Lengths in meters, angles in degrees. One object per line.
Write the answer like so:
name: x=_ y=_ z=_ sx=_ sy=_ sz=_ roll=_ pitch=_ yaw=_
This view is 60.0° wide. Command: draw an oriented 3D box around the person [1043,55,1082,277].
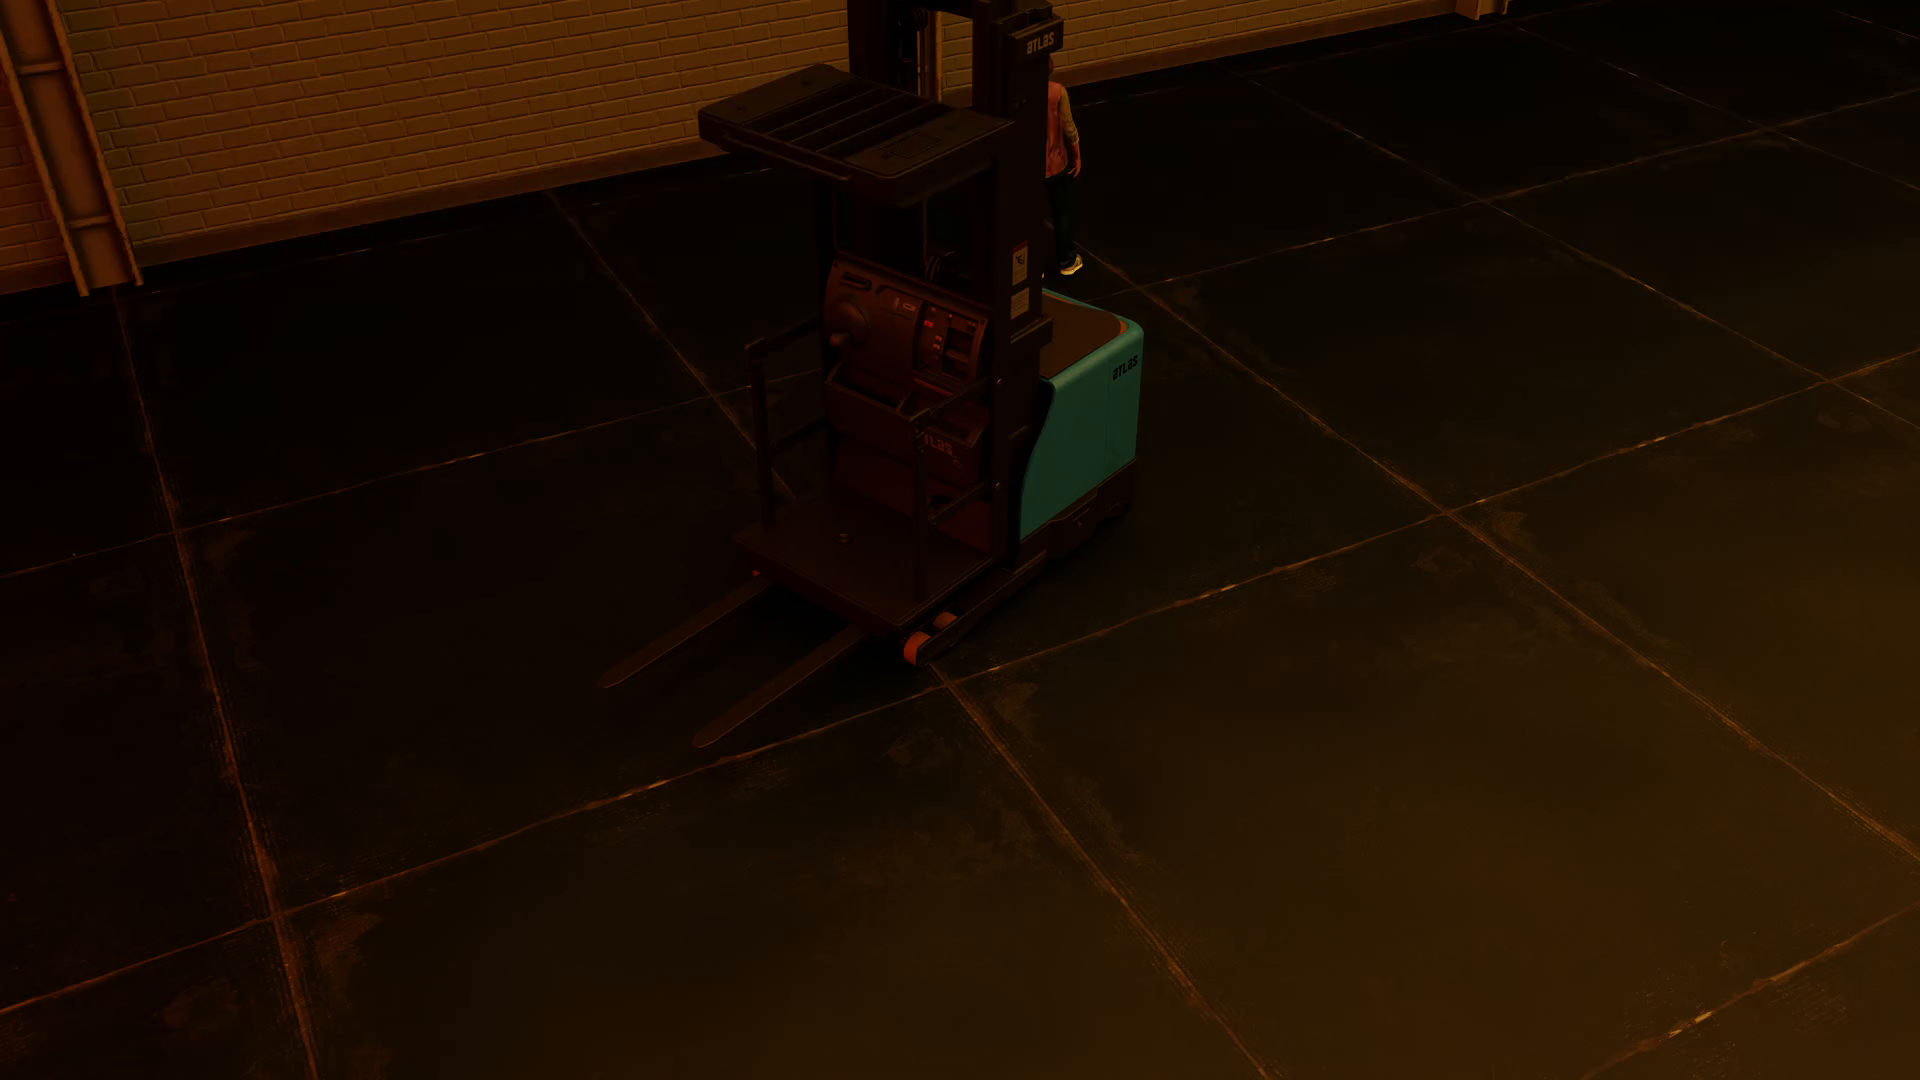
person: x=0.543 y=-2.444 z=10.724 sx=0.521 sy=1.599 sz=0.473 roll=7 pitch=36 yaw=9

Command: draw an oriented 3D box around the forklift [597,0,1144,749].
forklift: x=-0.390 y=-0.927 z=7.434 sx=1.130 sy=2.935 sz=3.031 roll=26 pitch=43 yaw=31
